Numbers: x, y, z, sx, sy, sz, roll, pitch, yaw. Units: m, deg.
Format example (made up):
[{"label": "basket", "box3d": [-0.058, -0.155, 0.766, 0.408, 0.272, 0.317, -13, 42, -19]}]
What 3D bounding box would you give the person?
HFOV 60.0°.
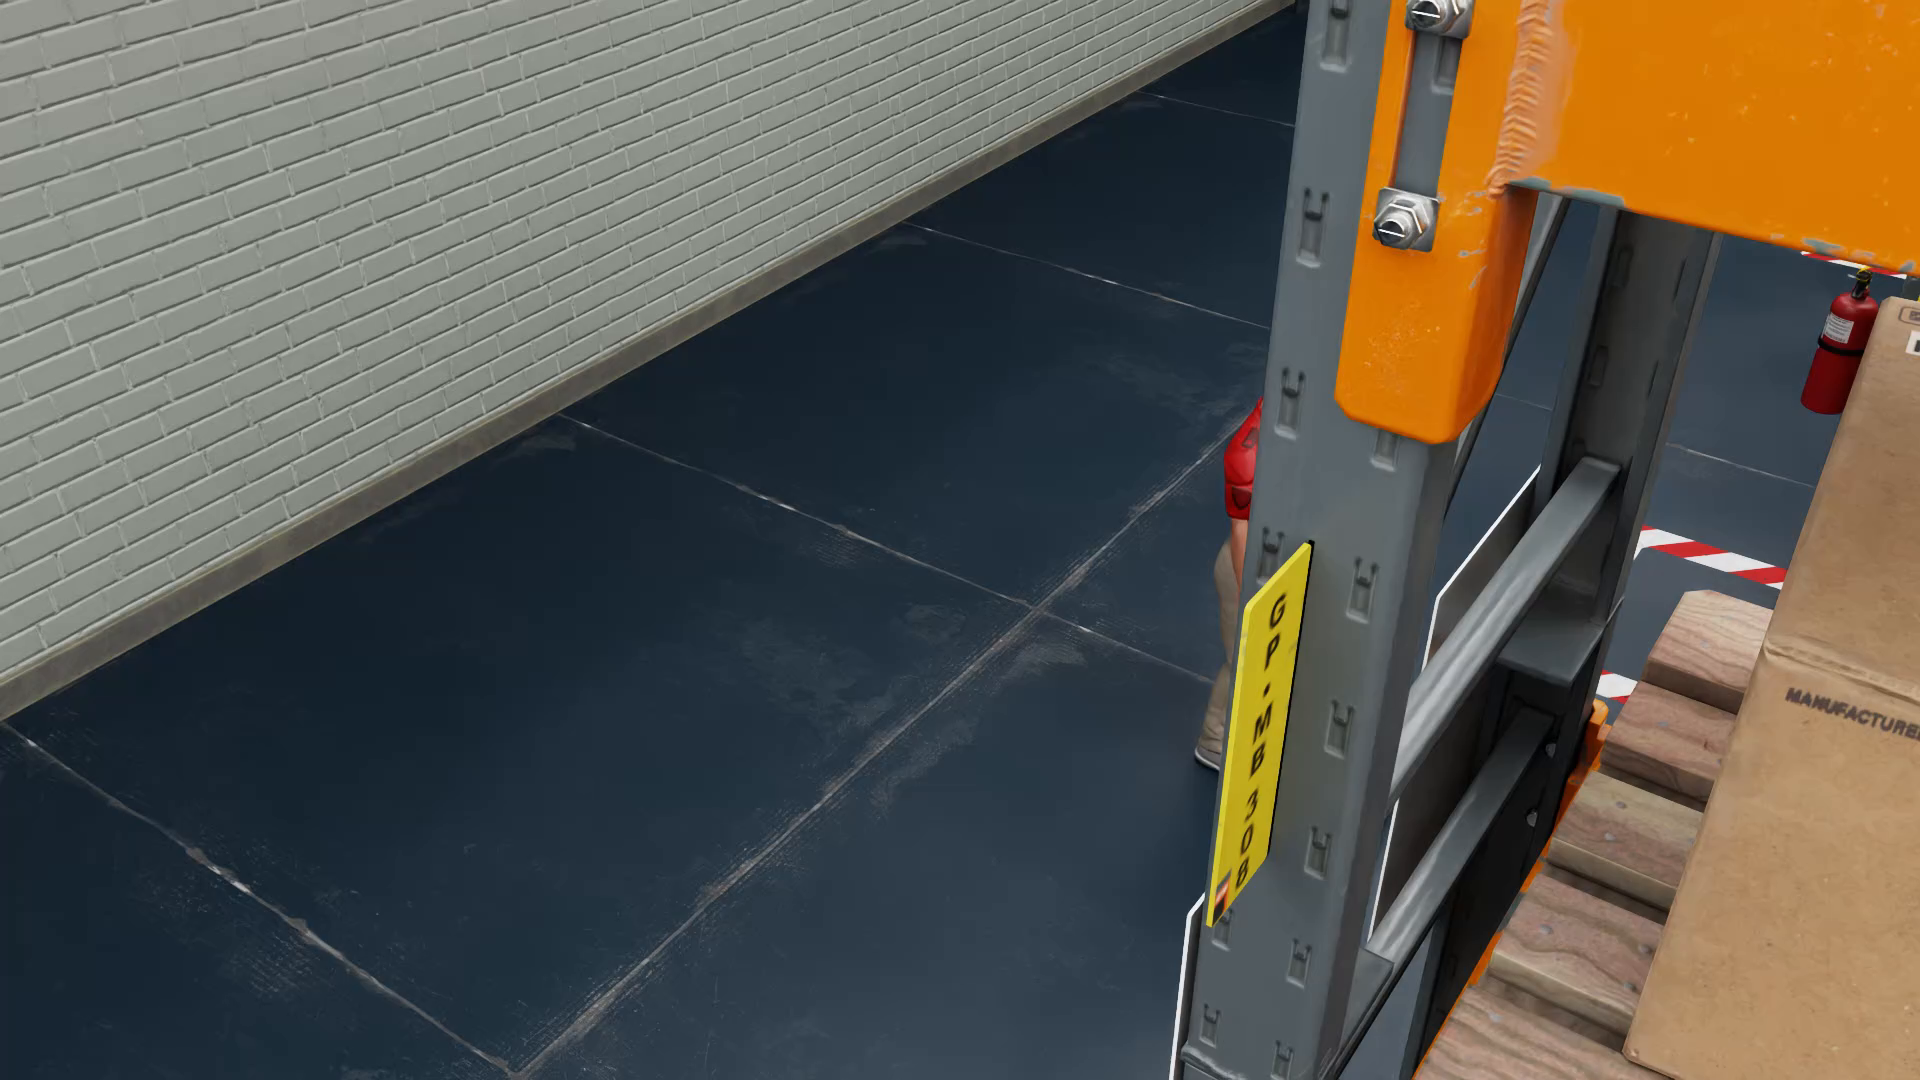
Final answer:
[{"label": "person", "box3d": [1.141, 0.099, 6.029, 0.358, 1.723, 0.531, 22, 40, 29]}]
